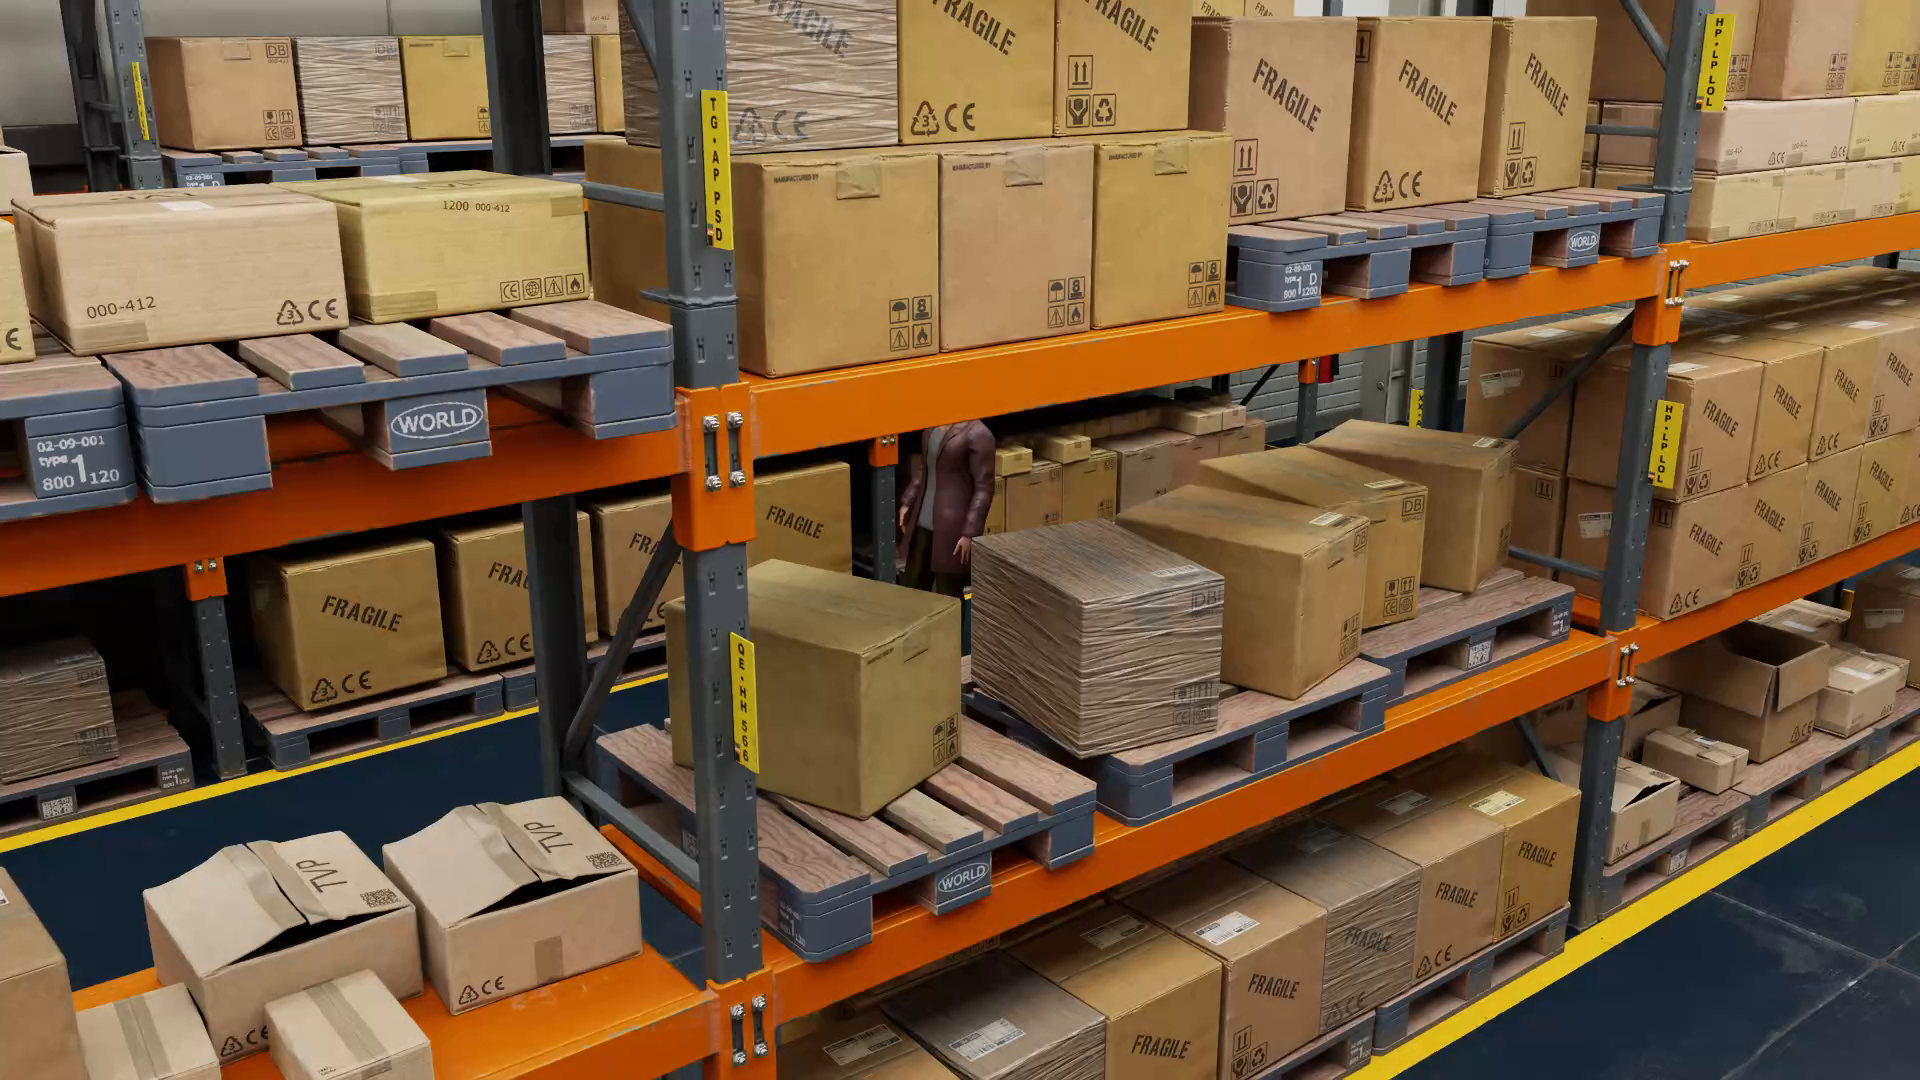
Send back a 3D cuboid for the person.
[{"bbox_3d":[-0.161,-0.064,9.250,0.580,1.776,0.695,-13,22,-36],"label":"person"}]
